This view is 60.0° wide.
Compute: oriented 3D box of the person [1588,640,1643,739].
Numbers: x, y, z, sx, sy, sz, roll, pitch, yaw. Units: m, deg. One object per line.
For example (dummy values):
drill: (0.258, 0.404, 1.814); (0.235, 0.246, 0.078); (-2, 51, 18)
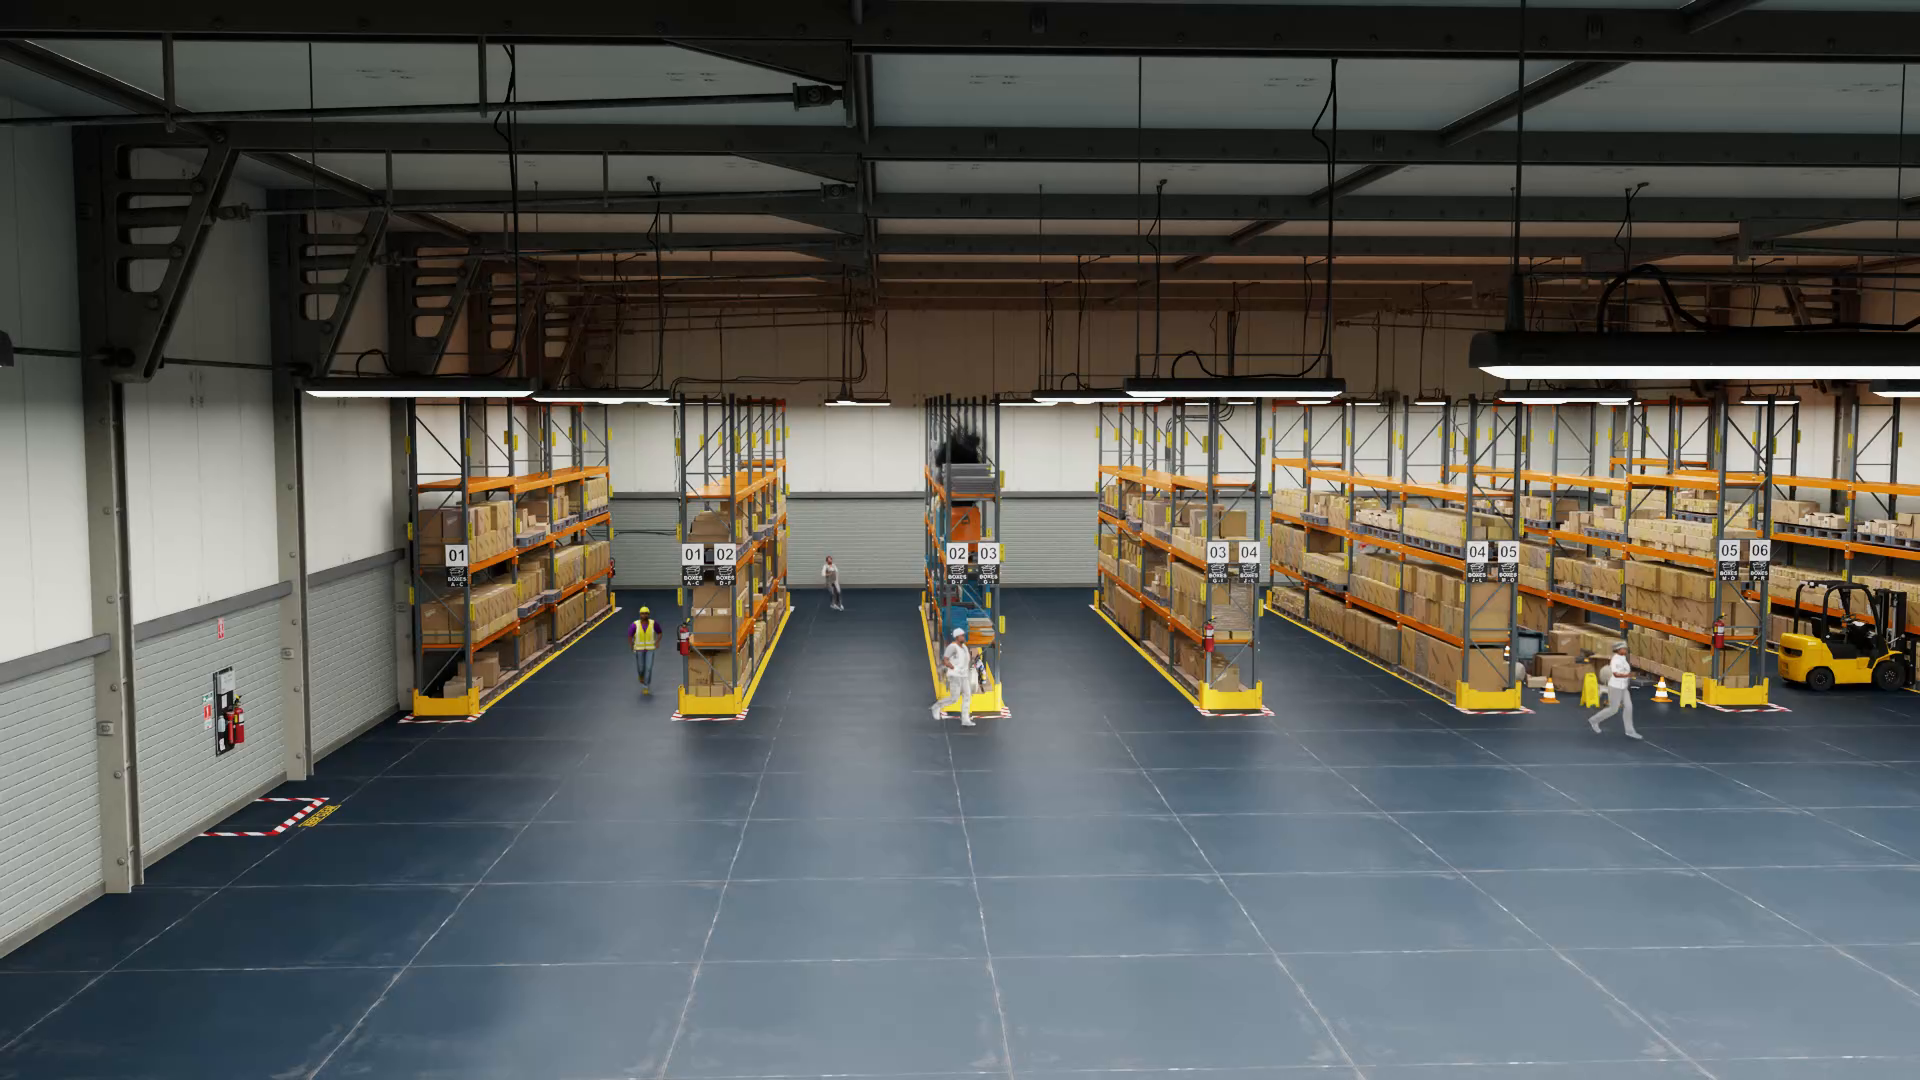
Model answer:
person: (11.419, 2.571, 28.901); (0.906, 1.687, 0.609); (3, 6, 37)

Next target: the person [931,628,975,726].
person: (-0.043, 2.475, 30.150); (0.901, 1.759, 0.750); (2, 5, 27)

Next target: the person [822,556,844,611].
person: (-3.656, 1.214, 47.111); (0.600, 1.572, 0.650); (-2, 5, -23)

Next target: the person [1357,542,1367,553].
person: (11.936, 0.940, 49.250); (0.922, 1.795, 0.638); (1, 5, 9)

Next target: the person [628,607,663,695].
person: (-6.356, 2.214, 33.594); (0.699, 1.745, 0.771); (-1, 5, -11)
